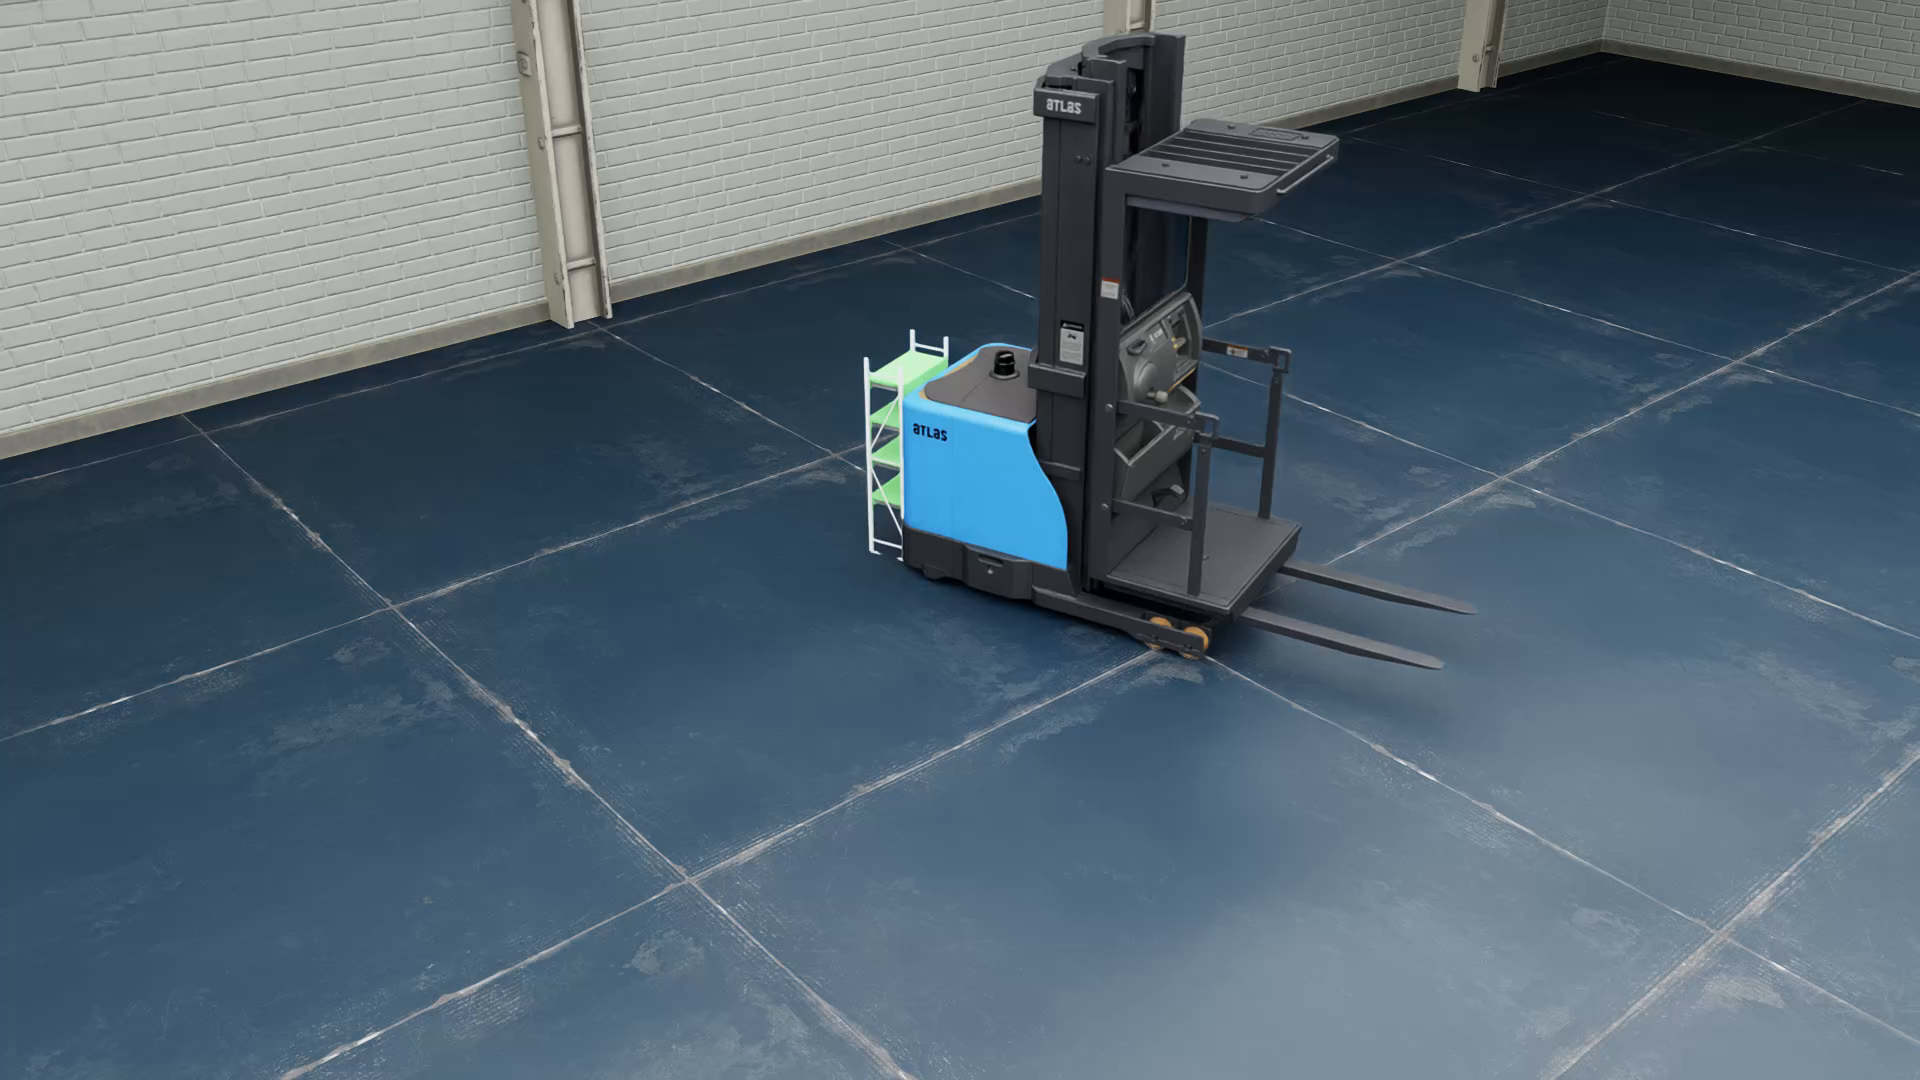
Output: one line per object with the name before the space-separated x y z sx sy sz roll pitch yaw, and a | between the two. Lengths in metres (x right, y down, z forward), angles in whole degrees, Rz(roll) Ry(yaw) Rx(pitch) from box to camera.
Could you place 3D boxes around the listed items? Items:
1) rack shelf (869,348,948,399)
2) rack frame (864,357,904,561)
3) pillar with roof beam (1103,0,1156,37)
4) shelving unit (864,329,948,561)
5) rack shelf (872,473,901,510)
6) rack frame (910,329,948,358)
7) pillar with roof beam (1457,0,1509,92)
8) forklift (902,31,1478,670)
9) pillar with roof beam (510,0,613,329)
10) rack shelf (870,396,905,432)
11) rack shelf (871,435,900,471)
rack shelf | -0.295 -0.902 9.283 0.258 0.148 0.480 15 32 26
rack frame | -0.416 -0.436 9.292 0.240 1.200 0.015 15 32 26
pillar with roof beam | 4.393 -6.001 11.432 0.400 9.000 9.100 -22 35 -35
shelving unit | -0.295 -0.535 9.479 0.258 1.200 0.503 15 32 26
rack shelf | -0.295 -0.267 9.622 0.258 0.148 0.480 15 32 26
rack frame | -0.174 -0.635 9.666 0.240 1.200 0.015 15 32 26
pillar with roof beam | 8.958 -7.836 14.866 0.400 9.000 9.100 -22 35 -35
forklift | 1.208 -0.962 8.440 3.031 2.935 1.130 15 32 26
pillar with roof beam | -0.171 -4.166 7.997 0.400 9.000 9.100 -22 35 -35
rack shelf | -0.295 -0.691 9.396 0.258 0.148 0.480 15 32 26
rack shelf | -0.295 -0.479 9.509 0.258 0.148 0.480 15 32 26
